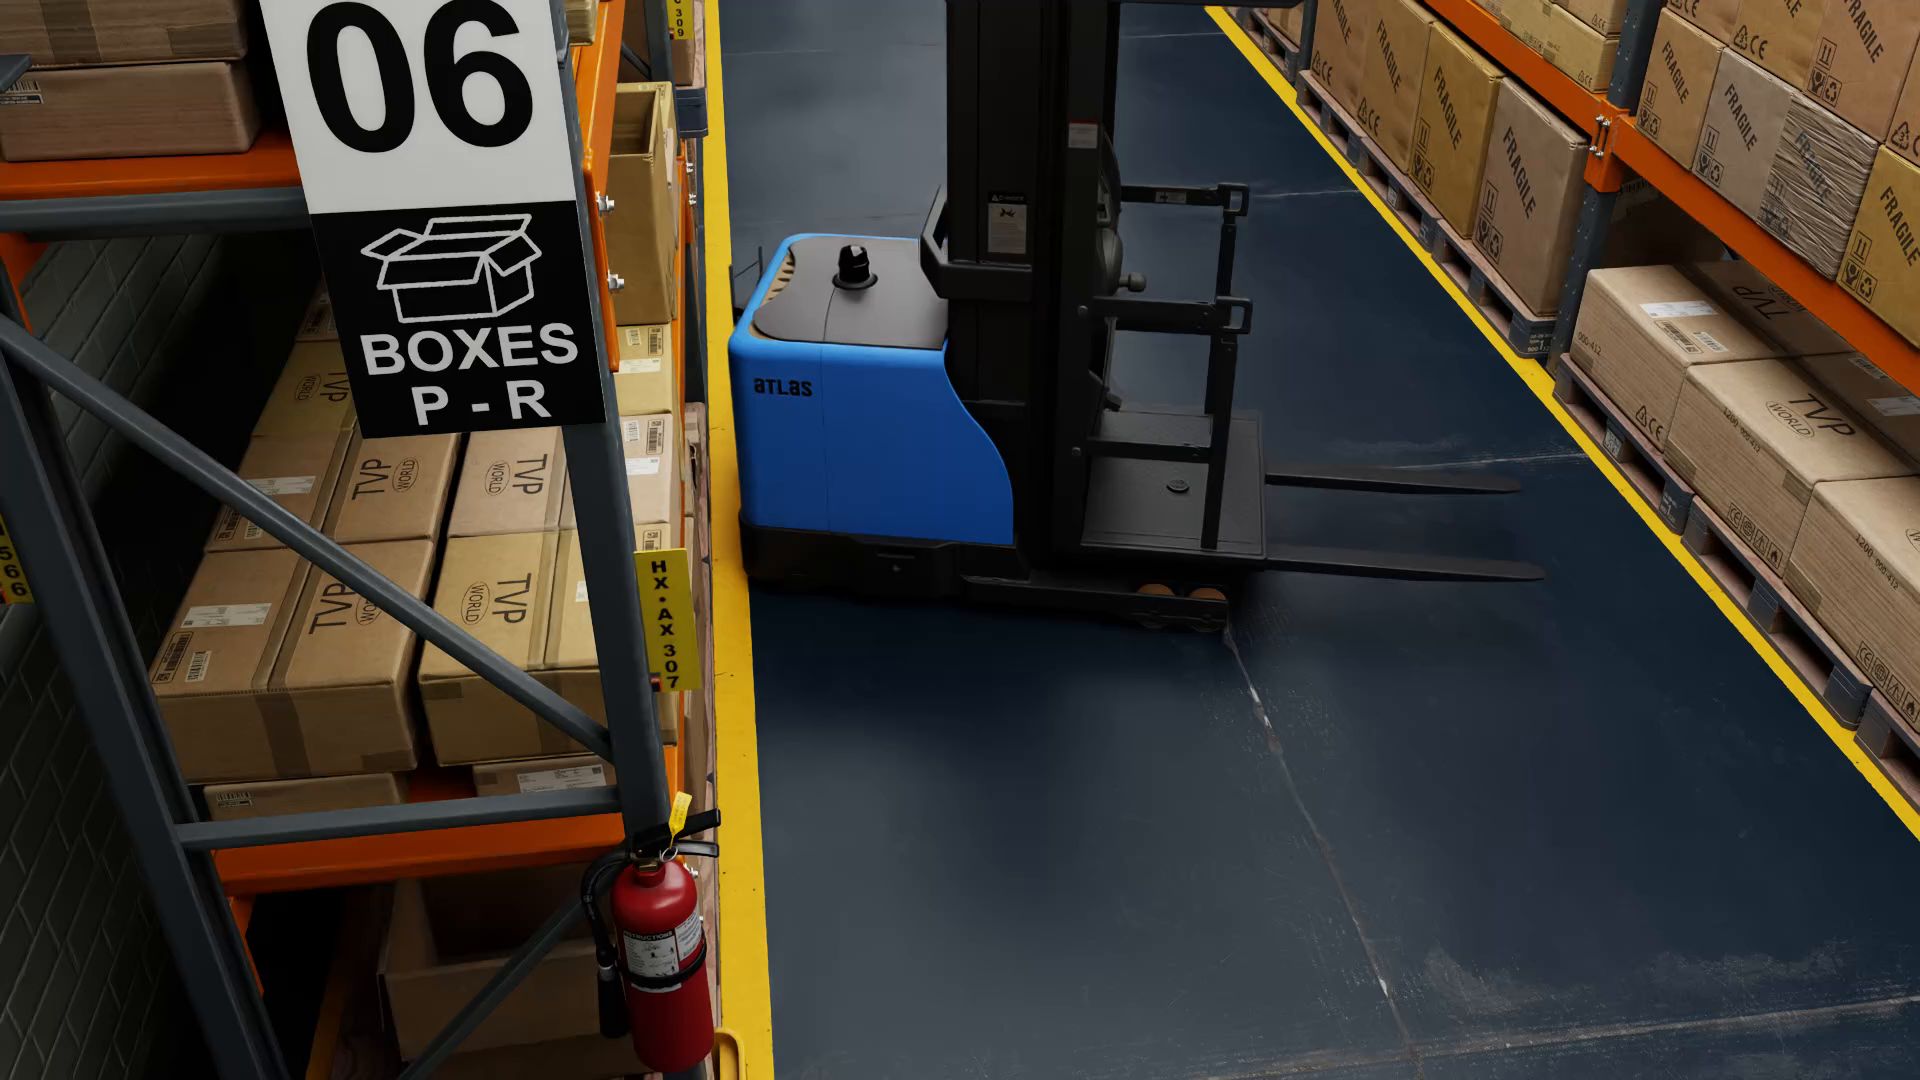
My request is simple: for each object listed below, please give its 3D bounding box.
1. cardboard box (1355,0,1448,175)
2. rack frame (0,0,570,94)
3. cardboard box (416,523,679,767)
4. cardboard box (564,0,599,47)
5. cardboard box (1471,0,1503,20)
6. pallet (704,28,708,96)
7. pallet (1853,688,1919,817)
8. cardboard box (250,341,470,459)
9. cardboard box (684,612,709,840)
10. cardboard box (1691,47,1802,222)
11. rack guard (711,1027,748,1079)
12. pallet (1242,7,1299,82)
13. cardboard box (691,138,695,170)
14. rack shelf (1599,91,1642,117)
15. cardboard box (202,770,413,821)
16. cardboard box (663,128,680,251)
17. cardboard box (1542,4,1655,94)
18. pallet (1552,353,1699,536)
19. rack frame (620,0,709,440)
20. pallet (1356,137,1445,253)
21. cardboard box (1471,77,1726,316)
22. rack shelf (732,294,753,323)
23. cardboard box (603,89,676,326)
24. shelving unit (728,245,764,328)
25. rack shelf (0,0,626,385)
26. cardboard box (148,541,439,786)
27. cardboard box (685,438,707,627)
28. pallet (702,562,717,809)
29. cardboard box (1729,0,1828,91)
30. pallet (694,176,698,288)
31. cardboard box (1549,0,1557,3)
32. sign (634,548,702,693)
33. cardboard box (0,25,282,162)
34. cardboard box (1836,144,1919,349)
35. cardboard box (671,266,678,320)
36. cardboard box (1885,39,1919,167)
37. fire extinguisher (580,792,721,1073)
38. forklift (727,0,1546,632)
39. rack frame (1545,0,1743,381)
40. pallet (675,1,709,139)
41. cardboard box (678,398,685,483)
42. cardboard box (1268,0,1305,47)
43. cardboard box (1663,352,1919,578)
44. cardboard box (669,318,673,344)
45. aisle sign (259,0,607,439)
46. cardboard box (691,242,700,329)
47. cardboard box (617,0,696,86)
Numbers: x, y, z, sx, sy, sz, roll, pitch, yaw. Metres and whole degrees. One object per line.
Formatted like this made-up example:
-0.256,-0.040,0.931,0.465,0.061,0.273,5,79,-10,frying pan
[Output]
2.886,-2.696,9.556,0.875,0.875,0.875,-4,34,-6,cardboard box
-1.082,-1.927,1.586,1.000,3.000,0.127,-4,35,-6,rack frame
-0.876,0.218,3.636,0.500,0.250,0.500,-4,34,-6,cardboard box
-0.871,-1.016,2.783,0.500,0.250,0.500,-5,35,-7,cardboard box
2.871,-2.794,8.320,0.500,0.250,0.500,-5,35,-8,cardboard box
-2.230,-3.222,11.290,1.003,0.211,1.213,-4,35,-6,pallet
3.651,0.887,5.262,1.003,0.211,1.213,-4,35,-6,pallet
-1.537,-0.310,4.410,0.500,0.250,0.500,-3,34,-5,cardboard box
-1.147,0.583,5.077,0.700,0.500,0.500,-3,34,-4,cardboard box
3.165,-1.536,6.252,0.500,0.500,0.500,-4,34,-6,cardboard box
-1.093,1.543,4.042,1.175,0.500,0.348,-4,35,-6,rack guard
2.656,-3.574,11.806,1.003,0.211,1.213,-4,35,-6,pallet
-1.758,-2.261,9.251,0.500,0.500,0.500,-3,34,-4,cardboard box
3.029,-2.957,8.891,0.919,0.124,3.809,-4,35,-6,rack shelf
-1.393,0.492,3.588,0.380,0.149,0.250,-5,35,-7,cardboard box
-1.228,-1.196,5.711,0.500,0.250,0.500,-4,35,-6,cardboard box
2.988,-2.227,7.487,0.500,0.250,0.500,-5,35,-8,cardboard box
3.323,-0.475,7.260,1.003,0.211,1.213,-4,35,-6,pallet
-1.620,-1.680,6.551,1.000,3.000,0.127,-4,35,-6,rack frame
2.952,-2.013,9.516,1.003,0.211,1.213,-4,35,-6,pallet
3.135,-1.693,8.085,0.875,0.875,0.875,-3,34,-5,cardboard box
-0.798,-0.974,6.959,0.200,0.077,0.258,16,37,22,rack shelf
-1.078,-0.929,4.653,0.500,0.500,0.500,-4,34,-5,cardboard box
-0.798,-0.778,7.092,0.210,0.900,0.258,16,37,22,shelving unit
-1.351,-1.506,4.271,1.077,0.370,4.000,-4,35,-6,rack shelf
-1.407,0.255,3.581,0.500,0.250,0.500,-3,34,-5,cardboard box
-1.287,0.004,5.927,0.700,0.500,0.500,-6,35,-8,cardboard box
-1.362,0.538,5.773,1.003,0.211,1.213,-4,35,-6,pallet
3.184,-1.946,5.965,0.500,0.500,0.500,-5,35,-7,cardboard box
-1.934,-1.661,8.999,1.003,0.211,1.213,-4,35,-6,pallet
2.923,-2.708,7.750,0.500,0.250,0.500,-4,34,-5,cardboard box
-0.545,0.154,3.092,0.100,0.325,0.005,-4,35,-6,sign
-1.355,-0.744,2.738,0.380,0.149,0.250,-3,34,-5,cardboard box
3.295,-0.971,5.422,0.500,0.500,0.500,-3,34,-5,cardboard box
-1.141,-0.841,5.544,0.380,0.149,0.250,-5,35,-7,cardboard box
3.307,-1.377,5.131,0.500,0.500,0.500,-5,35,-7,cardboard box
-0.605,0.786,3.333,0.296,0.674,0.183,-4,35,-6,fire extinguisher
0.711,-1.185,5.886,3.031,2.935,1.130,4,35,6,forklift
3.298,-2.058,7.106,1.000,3.000,0.127,-4,35,-6,rack frame
-1.620,-2.054,7.272,1.003,0.211,1.213,-4,35,-6,pallet
-0.979,-0.271,4.707,0.380,0.149,0.250,-5,35,-8,cardboard box
2.694,-3.693,11.467,0.950,0.372,0.625,-7,35,-10,cardboard box
3.397,-0.314,6.450,0.875,0.438,0.875,-5,35,-8,cardboard box
-1.106,-0.630,4.880,0.500,0.250,0.500,-5,35,-8,cardboard box
-0.782,-0.506,2.520,0.394,0.787,0.004,-4,35,-6,aisle sign
-1.462,-1.107,7.558,0.500,0.500,0.500,-3,34,-4,cardboard box
-1.464,-2.181,6.826,0.700,0.500,0.500,-4,34,-5,cardboard box
